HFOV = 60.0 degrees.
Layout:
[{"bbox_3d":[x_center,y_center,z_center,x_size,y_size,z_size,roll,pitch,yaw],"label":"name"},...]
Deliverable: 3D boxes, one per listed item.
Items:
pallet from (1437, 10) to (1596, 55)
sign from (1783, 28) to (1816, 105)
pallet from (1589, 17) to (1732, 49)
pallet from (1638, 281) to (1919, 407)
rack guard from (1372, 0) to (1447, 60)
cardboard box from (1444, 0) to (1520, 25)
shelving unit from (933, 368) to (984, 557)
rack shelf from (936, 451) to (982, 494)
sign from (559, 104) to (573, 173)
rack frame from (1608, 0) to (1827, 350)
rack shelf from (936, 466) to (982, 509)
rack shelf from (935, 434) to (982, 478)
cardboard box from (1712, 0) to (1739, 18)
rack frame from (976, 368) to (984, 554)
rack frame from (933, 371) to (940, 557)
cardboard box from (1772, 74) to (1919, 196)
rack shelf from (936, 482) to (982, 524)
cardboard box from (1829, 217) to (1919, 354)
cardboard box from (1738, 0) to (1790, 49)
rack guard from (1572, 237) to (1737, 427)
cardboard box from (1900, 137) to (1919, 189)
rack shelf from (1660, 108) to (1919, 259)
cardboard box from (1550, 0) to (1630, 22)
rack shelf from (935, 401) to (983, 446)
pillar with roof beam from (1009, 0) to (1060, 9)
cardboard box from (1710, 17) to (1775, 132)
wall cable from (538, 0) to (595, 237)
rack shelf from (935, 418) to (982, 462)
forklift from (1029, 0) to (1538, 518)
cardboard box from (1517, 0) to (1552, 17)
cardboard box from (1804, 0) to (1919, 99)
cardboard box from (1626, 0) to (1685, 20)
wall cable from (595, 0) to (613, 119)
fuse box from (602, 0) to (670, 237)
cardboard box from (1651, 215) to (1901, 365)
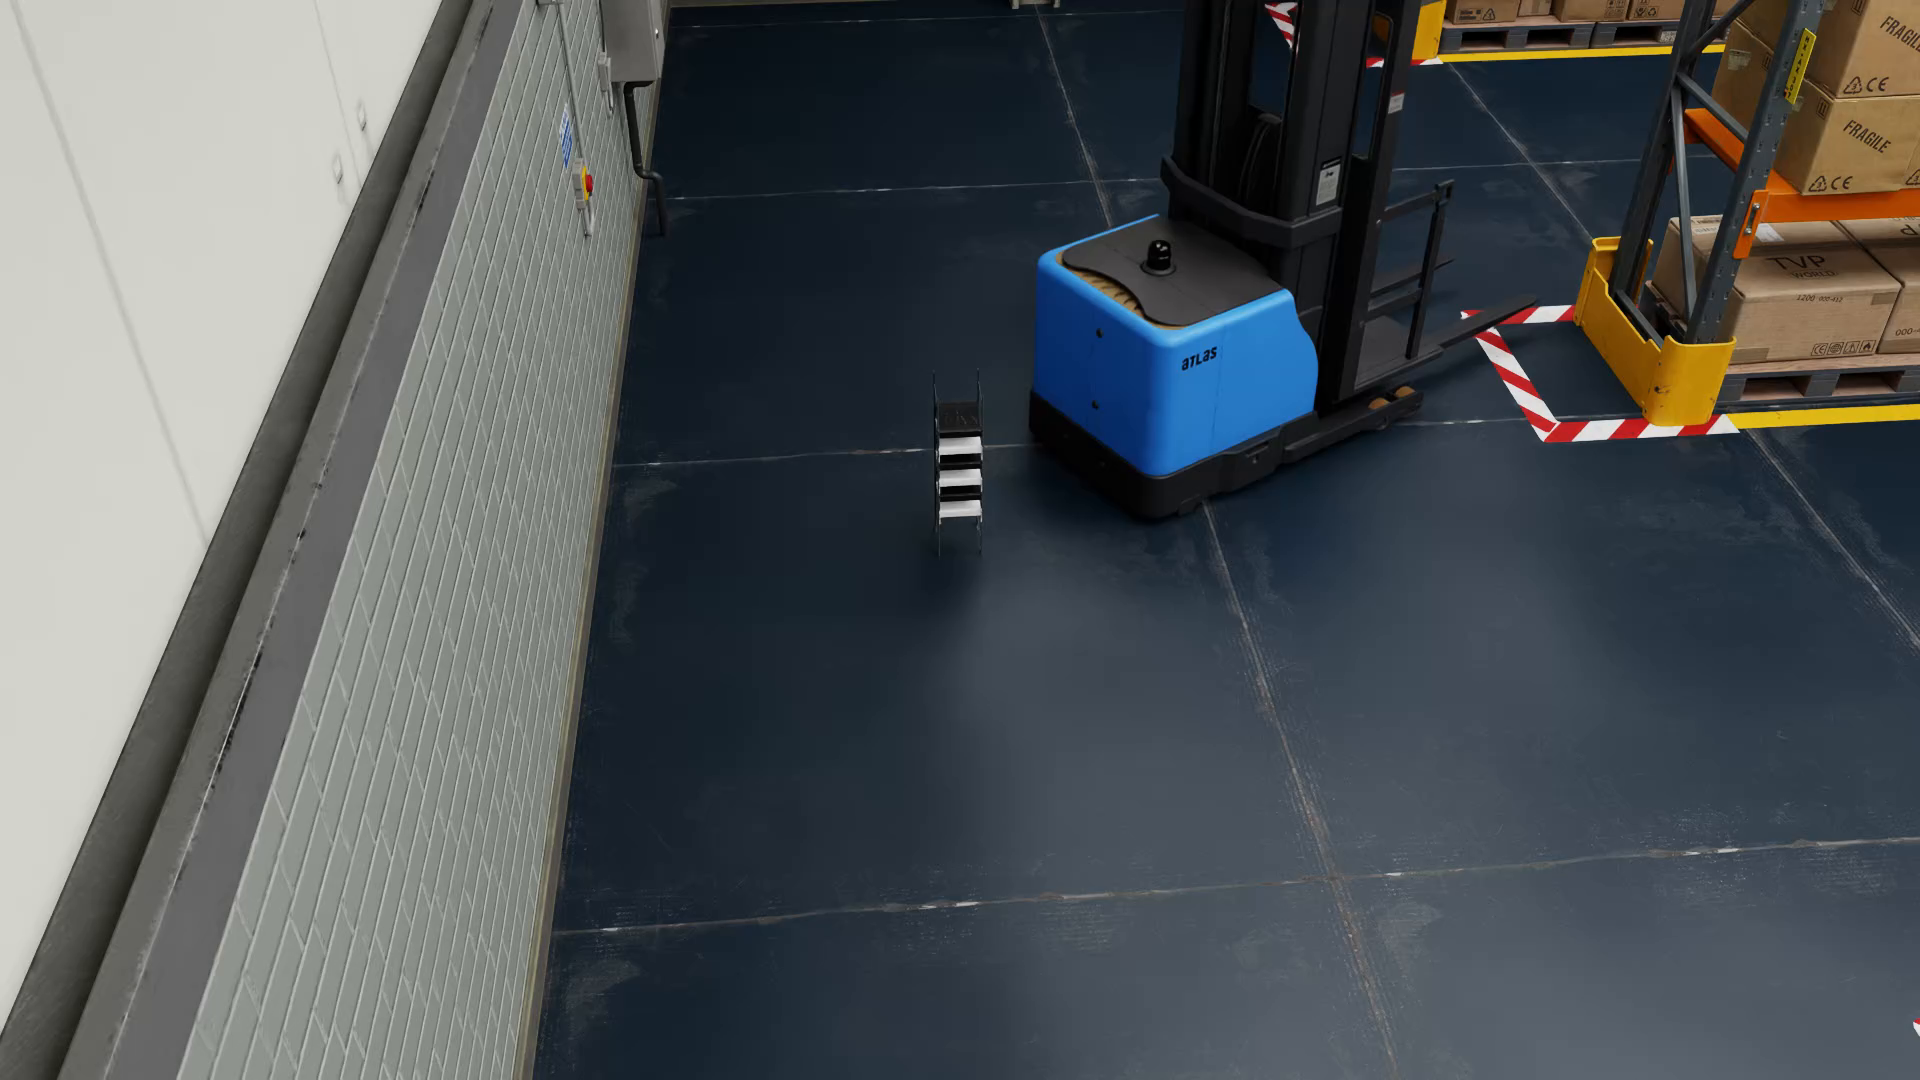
[{"bbox_3d":[4.242,-4.163,13.178,1.213,0.211,1.003,-3,38,-4],"label":"pallet"},{"bbox_3d":[3.858,-2.176,7.645,0.005,0.325,0.100,-3,38,-4],"label":"sign"},{"bbox_3d":[5.454,-4.228,13.261,1.213,0.211,1.003,-3,38,-4],"label":"pallet"},{"bbox_3d":[4.605,-1.145,9.352,1.213,0.211,1.003,-3,38,-4],"label":"pallet"},{"bbox_3d":[3.447,-4.232,13.033,0.348,0.500,1.175,-3,38,-4],"label":"rack guard"},{"bbox_3d":[3.989,-4.370,12.865,0.637,0.503,0.797,-5,39,-6],"label":"cardboard box"},{"bbox_3d":[-0.008,-0.353,7.793,0.210,0.900,0.258,-3,38,-4],"label":"shelving unit"},{"bbox_3d":[-0.008,-0.327,7.813,0.200,0.077,0.258,-3,38,-4],"label":"rack shelf"},{"bbox_3d":[-1.856,-1.896,7.836,0.001,0.218,0.327,-3,38,-4],"label":"sign"},{"bbox_3d":[3.815,-2.147,8.372,0.127,3.000,1.000,-3,38,-4],"label":"rack frame"},{"bbox_3d":[-0.008,-0.256,7.869,0.200,0.077,0.258,-3,38,-4],"label":"rack shelf"},{"bbox_3d":[-0.008,-0.397,7.758,0.200,0.077,0.258,-3,38,-4],"label":"rack shelf"},{"bbox_3d":[5.878,-4.448,12.967,0.500,0.500,0.700,-5,38,-6],"label":"cardboard box"},{"bbox_3d":[0.093,-0.358,7.800,0.006,0.900,0.240,-3,38,-4],"label":"rack frame"},{"bbox_3d":[-0.109,-0.347,7.786,0.006,0.900,0.240,-3,38,-4],"label":"rack frame"},{"bbox_3d":[4.319,-2.036,8.150,0.500,0.500,0.500,-3,38,-4],"label":"cardboard box"},{"bbox_3d":[-0.008,-0.185,7.925,0.200,0.077,0.258,-3,38,-4],"label":"rack shelf"},{"bbox_3d":[5.375,-1.460,9.230,0.875,0.438,0.875,-2,38,-3],"label":"cardboard box"},{"bbox_3d":[4.274,-2.752,8.251,0.500,0.500,0.500,-2,38,-2],"label":"cardboard box"},{"bbox_3d":[3.791,-1.165,9.144,0.348,0.500,1.175,-3,38,-4],"label":"rack guard"},{"bbox_3d":[4.820,-2.081,8.207,0.500,0.500,0.500,-4,38,-5],"label":"cardboard box"},{"bbox_3d":[5.807,-1.975,8.734,4.000,0.370,1.077,-3,38,-4],"label":"rack shelf"},{"bbox_3d":[4.844,-4.391,12.895,0.500,0.500,0.700,-2,38,-2],"label":"cardboard box"},{"bbox_3d":[-0.008,-0.539,7.646,0.200,0.077,0.258,-3,38,-4],"label":"rack shelf"},{"bbox_3d":[0.988,-5.317,7.546,0.400,9.000,9.100,-3,38,-4],"label":"pillar with roof beam"},{"bbox_3d":[4.272,-2.376,8.581,0.500,0.500,0.500,-3,38,-4],"label":"cardboard box"},{"bbox_3d":[-1.799,-2.235,7.637,0.123,1.953,0.585,-3,38,-4],"label":"wall cable"},{"bbox_3d":[-0.008,-0.468,7.702,0.200,0.077,0.258,-3,38,-4],"label":"rack shelf"},{"bbox_3d":[1.860,-1.980,8.215,3.031,2.935,1.130,-23,44,-27],"label":"forklift"},{"bbox_3d":[4.416,-4.230,12.974,0.250,0.149,0.380,-5,39,-6],"label":"cardboard box"},{"bbox_3d":[4.318,-2.430,7.842,0.500,0.500,0.500,-4,38,-5],"label":"cardboard box"},{"bbox_3d":[5.380,-4.358,12.853,0.500,0.500,0.500,-2,38,-3],"label":"cardboard box"},{"bbox_3d":[-1.937,-3.097,8.755,0.122,1.984,0.588,-3,38,-4],"label":"wall cable"},{"bbox_3d":[-1.840,-2.622,10.013,0.414,1.711,0.539,-3,38,-4],"label":"fuse box"},{"bbox_3d":[4.464,-1.404,9.160,0.875,0.438,0.875,-4,38,-6],"label":"cardboard box"}]
